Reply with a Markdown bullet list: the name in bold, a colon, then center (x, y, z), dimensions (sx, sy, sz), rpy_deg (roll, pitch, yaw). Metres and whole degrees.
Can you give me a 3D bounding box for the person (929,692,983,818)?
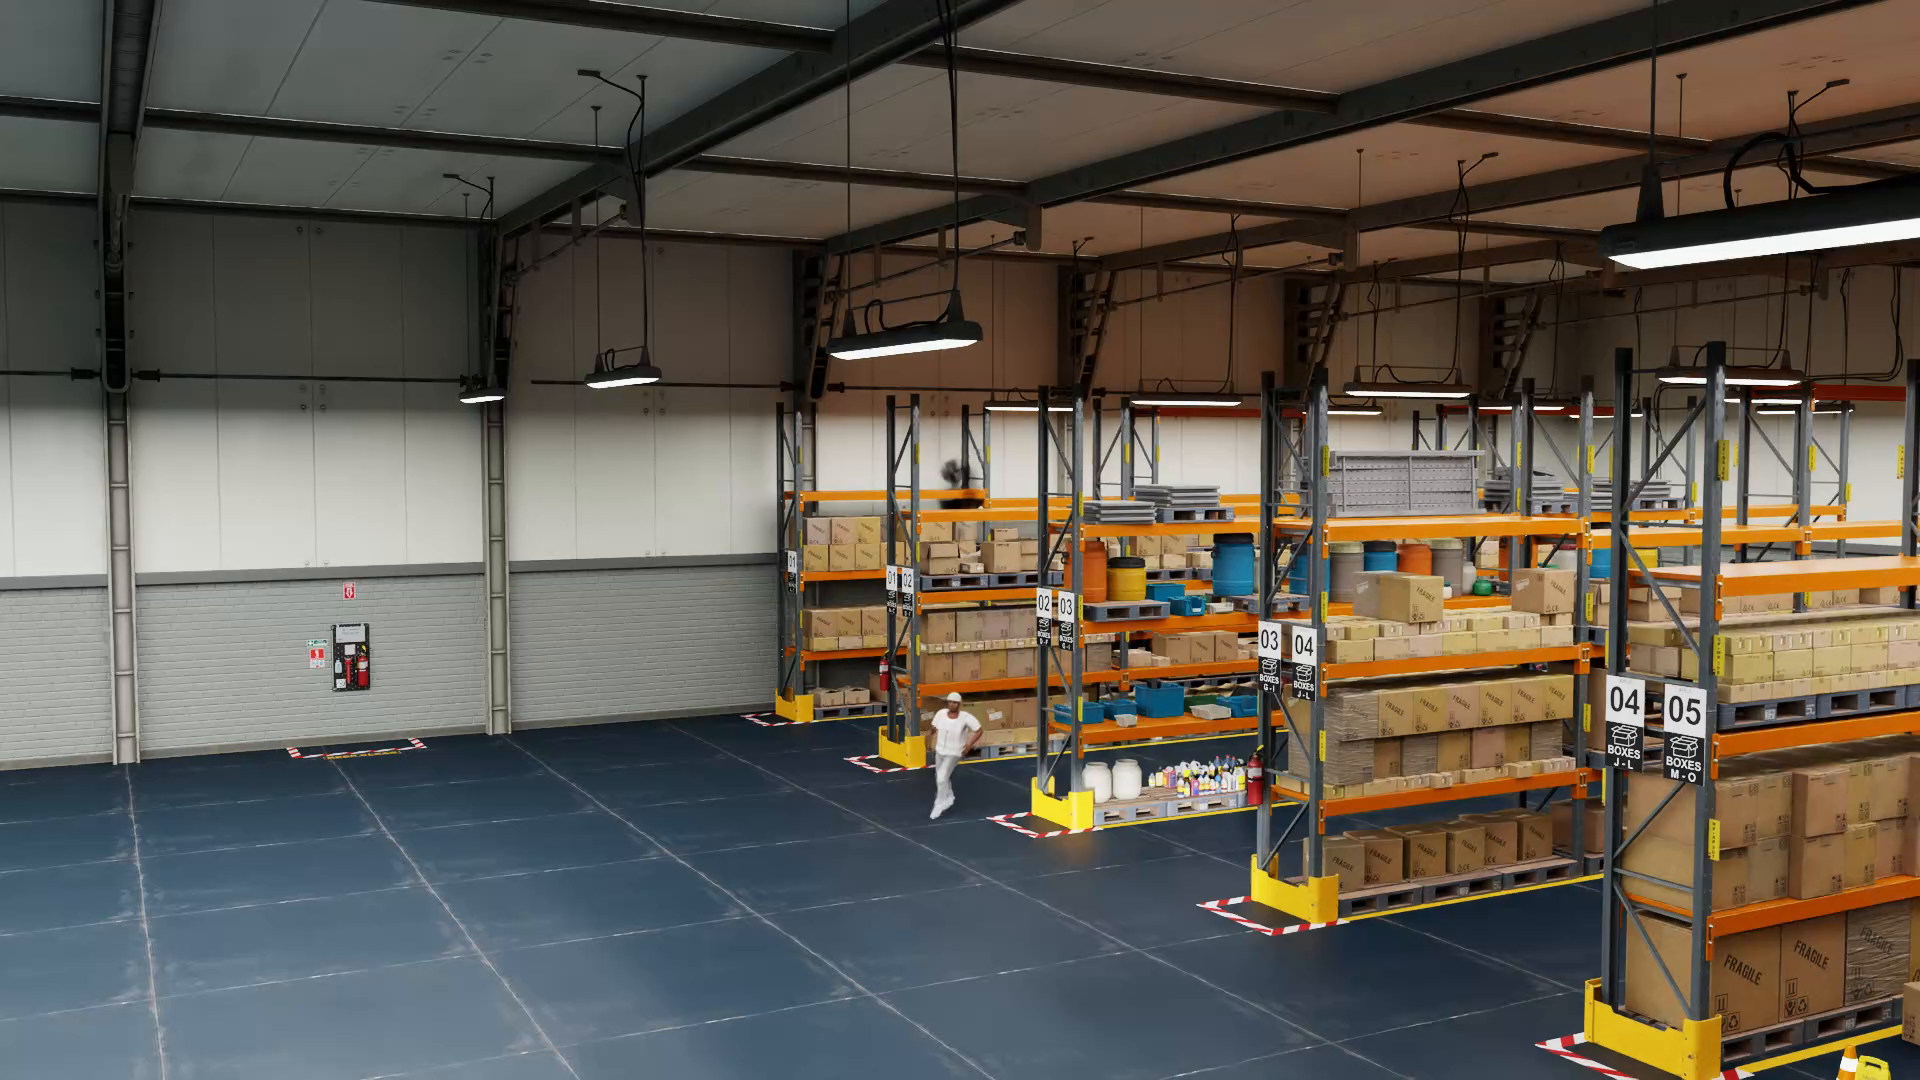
- **person**: center (-0.120, 2.993, 23.180), dimensions (0.703, 1.780, 0.707), rpy_deg (2, 4, 36)
